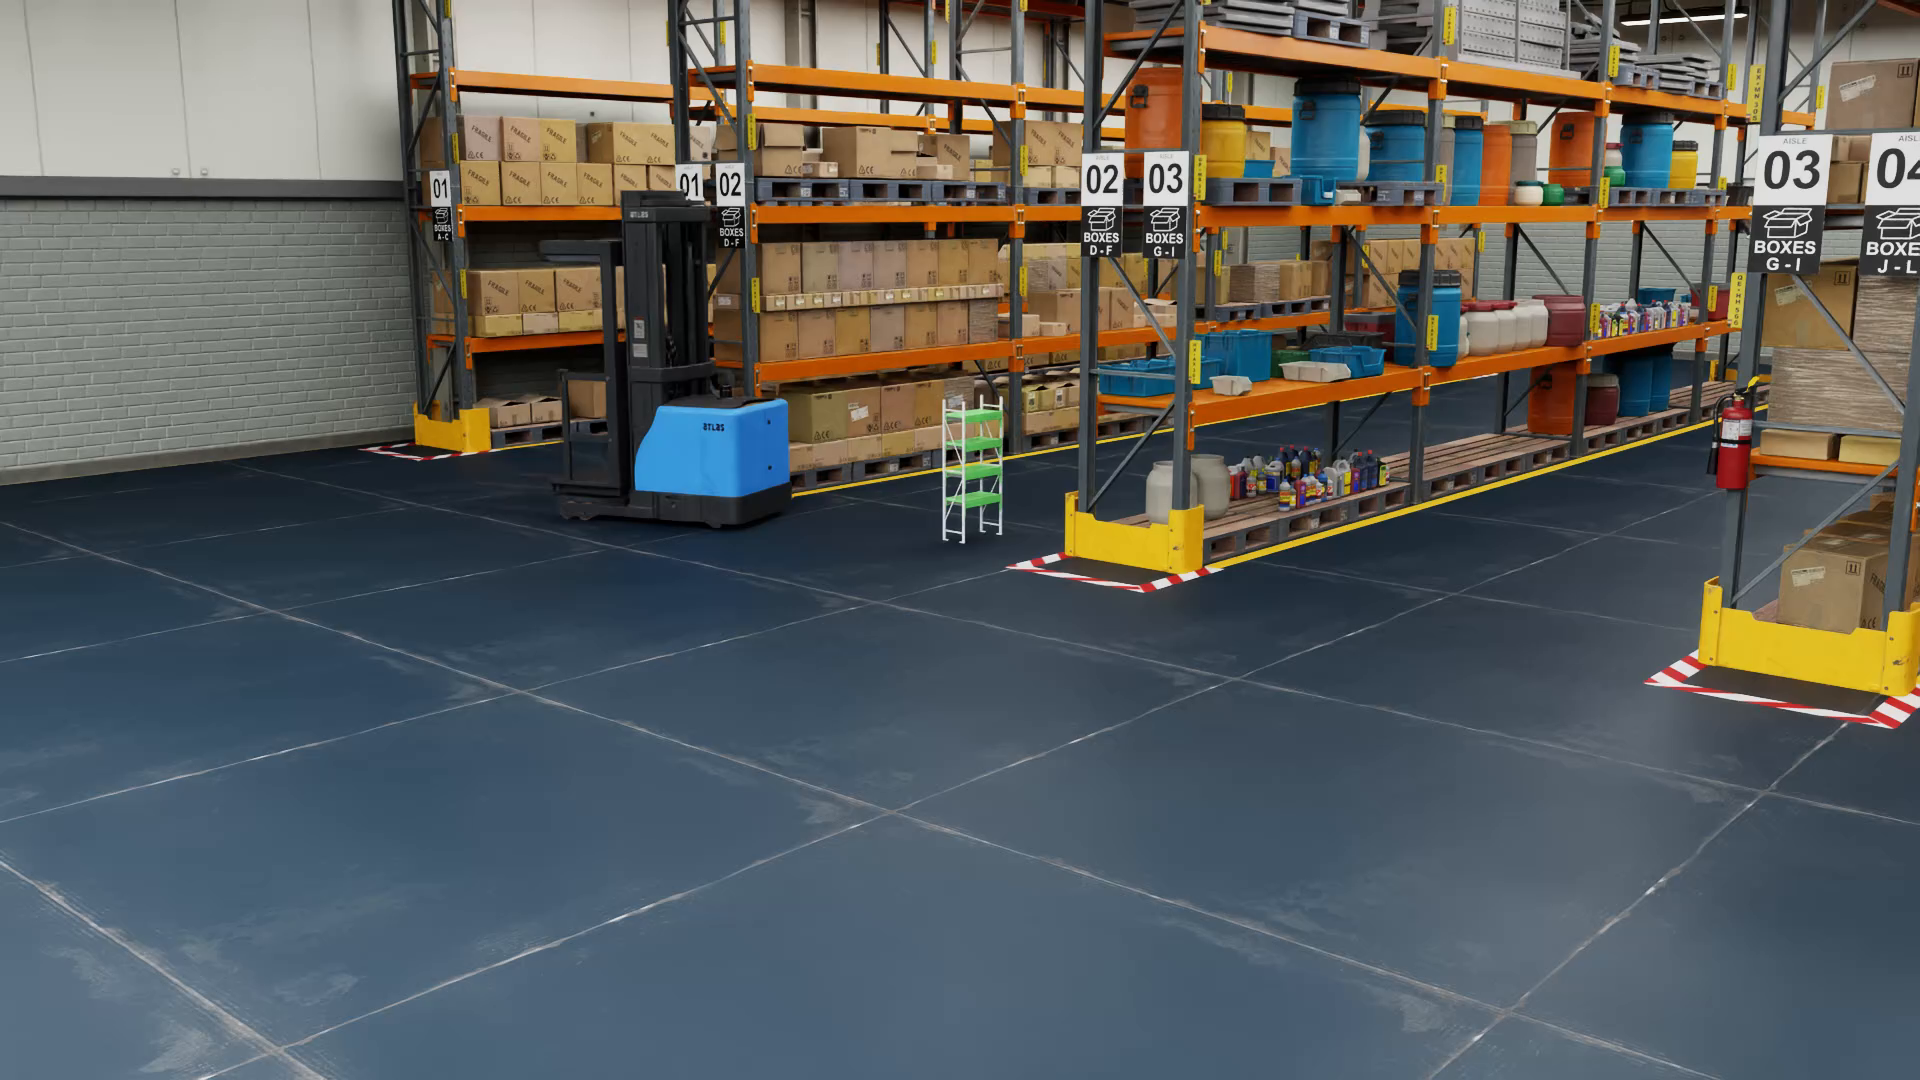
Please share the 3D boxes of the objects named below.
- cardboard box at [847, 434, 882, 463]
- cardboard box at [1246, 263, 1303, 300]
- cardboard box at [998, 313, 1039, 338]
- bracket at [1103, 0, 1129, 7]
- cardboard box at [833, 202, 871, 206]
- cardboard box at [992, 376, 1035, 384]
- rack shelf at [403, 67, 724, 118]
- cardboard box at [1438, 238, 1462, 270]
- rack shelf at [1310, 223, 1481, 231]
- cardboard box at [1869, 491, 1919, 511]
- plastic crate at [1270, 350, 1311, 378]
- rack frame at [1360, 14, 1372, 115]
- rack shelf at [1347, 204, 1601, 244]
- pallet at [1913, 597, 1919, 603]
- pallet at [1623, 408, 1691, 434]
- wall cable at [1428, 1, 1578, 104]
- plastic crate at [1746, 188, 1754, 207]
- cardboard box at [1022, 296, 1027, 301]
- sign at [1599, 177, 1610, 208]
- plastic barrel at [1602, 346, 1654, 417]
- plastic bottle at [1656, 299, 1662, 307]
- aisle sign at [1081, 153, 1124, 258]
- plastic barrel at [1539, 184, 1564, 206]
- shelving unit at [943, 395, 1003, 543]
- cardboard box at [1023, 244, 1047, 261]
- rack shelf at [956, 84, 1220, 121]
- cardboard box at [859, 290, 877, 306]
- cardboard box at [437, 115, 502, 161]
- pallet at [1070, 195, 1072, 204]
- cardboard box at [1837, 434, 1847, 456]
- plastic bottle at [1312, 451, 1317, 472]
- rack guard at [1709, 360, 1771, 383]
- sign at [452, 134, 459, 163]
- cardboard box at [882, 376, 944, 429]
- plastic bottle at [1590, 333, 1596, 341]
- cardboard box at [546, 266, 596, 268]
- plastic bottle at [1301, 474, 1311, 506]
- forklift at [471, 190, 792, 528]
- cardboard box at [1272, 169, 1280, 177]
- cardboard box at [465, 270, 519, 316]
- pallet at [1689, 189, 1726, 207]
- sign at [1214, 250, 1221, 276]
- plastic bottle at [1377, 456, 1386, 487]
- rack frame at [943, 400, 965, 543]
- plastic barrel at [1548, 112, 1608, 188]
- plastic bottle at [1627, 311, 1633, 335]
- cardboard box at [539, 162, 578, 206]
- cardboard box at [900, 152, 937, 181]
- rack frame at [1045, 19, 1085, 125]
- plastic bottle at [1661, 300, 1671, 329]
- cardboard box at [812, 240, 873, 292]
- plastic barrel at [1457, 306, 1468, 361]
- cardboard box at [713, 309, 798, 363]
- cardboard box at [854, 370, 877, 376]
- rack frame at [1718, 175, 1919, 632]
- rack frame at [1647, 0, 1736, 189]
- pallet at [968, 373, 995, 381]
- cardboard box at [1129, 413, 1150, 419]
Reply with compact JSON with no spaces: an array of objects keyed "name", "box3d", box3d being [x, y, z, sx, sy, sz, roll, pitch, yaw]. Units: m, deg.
[{"name":"cardboard box","box3d":[-1.170,-0.982,17.416,0.500,0.250,0.500,10,15,40]},{"name":"cardboard box","box3d":[4.452,-3.679,23.645,0.700,0.500,0.500,6,13,26]},{"name":"cardboard box","box3d":[0.584,-2.519,19.550,0.500,0.250,0.500,11,16,44]},{"name":"bracket","box3d":[3.902,-9.648,30.350,0.076,0.066,4.783,10,15,40]},{"name":"cardboard box","box3d":[-1.717,-5.096,24.094,0.637,0.503,0.797,-10,15,-40]},{"name":"cardboard box","box3d":[0.682,-1.821,20.189,0.500,0.311,0.500,10,15,42]},{"name":"rack shelf","box3d":[-4.752,-5.448,20.358,1.077,0.370,4.000,10,15,40]},{"name":"cardboard box","box3d":[7.793,-4.644,26.997,0.500,0.500,0.500,10,15,42]},{"name":"rack shelf","box3d":[6.892,-5.104,26.287,1.077,0.370,4.000,10,15,40]},{"name":"cardboard box","box3d":[7.064,-0.075,12.237,0.500,0.500,0.500,-7,13,-30]},{"name":"plastic crate","box3d":[2.902,-1.607,15.139,0.450,0.188,0.662,10,15,40]},{"name":"rack frame","box3d":[5.572,-6.634,24.450,1.000,3.000,0.127,10,15,40]},{"name":"rack shelf","box3d":[5.330,-3.286,17.185,1.077,0.370,4.000,10,15,40]},{"name":"pallet","box3d":[6.508,0.418,11.582,1.003,0.211,1.213,10,15,40]},{"name":"pallet","box3d":[8.750,-1.575,21.560,1.003,0.211,1.213,10,15,40]},{"name":"wall cable","box3d":[10.523,-9.252,32.593,3.097,2.526,0.112,10,15,40]},{"name":"plastic crate","box3d":[11.467,-5.026,24.390,0.497,0.269,0.590,10,15,40]},{"name":"cardboard box","box3d":[0.967,-3.951,26.924,0.380,0.149,0.250,9,15,39]},{"name":"sign","box3d":[7.068,-3.812,18.247,0.100,0.325,0.005,10,15,40]},{"name":"plastic barrel","box3d":[8.451,-2.046,21.081,0.600,0.901,0.708,10,15,40]},{"name":"plastic bottle","box3d":[8.821,-2.868,21.037,0.144,0.351,0.185,10,15,40]},{"name":"aisle sign","box3d":[1.099,-2.588,12.873,0.394,0.787,0.004,10,15,40]},{"name":"plastic barrel","box3d":[6.526,-3.814,18.388,0.294,0.245,0.294,0,11,0]},{"name":"shelving unit","box3d":[0.109,-0.613,14.216,0.258,1.200,0.503,10,15,40]},{"name":"cardboard box","box3d":[1.051,-4.653,26.871,0.500,0.250,0.500,10,15,41]},{"name":"rack shelf","box3d":[1.612,-5.202,20.140,1.077,0.370,4.000,10,15,40]},{"name":"cardboard box","box3d":[-1.080,-2.513,17.224,0.380,0.149,0.250,10,15,40]},{"name":"cardboard box","box3d":[-5.636,-4.612,19.125,0.500,0.500,0.500,8,14,36]},{"name":"pallet","box3d":[1.815,-4.205,20.432,1.003,0.211,1.213,11,16,43]},{"name":"cardboard box","box3d":[5.288,-0.627,10.334,0.380,0.149,0.250,10,15,40]},{"name":"plastic bottle","box3d":[3.358,-0.703,15.883,0.061,0.283,0.133,10,15,40]},{"name":"rack guard","box3d":[11.937,-2.419,25.045,1.175,0.500,0.348,10,15,40]},{"name":"sign","box3d":[-5.665,-4.396,18.671,0.100,0.325,0.005,10,15,40]},{"name":"cardboard box","box3d":[-0.517,-1.498,18.084,0.500,0.500,0.500,10,15,40]},{"name":"plastic bottle","box3d":[7.179,-2.423,19.003,0.152,0.276,0.135,10,15,40]},{"name":"cardboard box","box3d":[-4.911,-3.191,20.945,0.500,0.500,0.500,10,15,41]},{"name":"plastic bottle","box3d":[3.026,-0.440,14.599,0.097,0.271,0.097,0,11,0]},{"name":"forklift","box3d":[-3.122,-1.704,15.259,3.031,2.935,1.130,5,12,22]},{"name":"cardboard box","box3d":[3.874,-4.843,22.889,0.910,0.500,0.500,10,15,40]},{"name":"cardboard box","box3d":[-5.532,-2.902,19.498,0.500,0.500,0.500,10,15,40]},{"name":"pallet","box3d":[8.846,-4.301,20.912,1.213,0.211,1.003,10,15,40]},{"name":"sign","box3d":[3.351,-3.600,21.621,0.100,0.325,0.005,10,15,40]},{"name":"plastic bottle","box3d":[3.940,-0.644,15.590,0.061,0.283,0.133,11,16,43]},{"name":"rack frame","box3d":[-0.052,-0.577,14.036,0.240,1.200,0.015,10,15,40]},{"name":"plastic barrel","box3d":[7.027,-4.433,18.921,0.600,0.830,0.708,10,15,40]},{"name":"plastic bottle","box3d":[7.976,-2.591,19.824,0.061,0.283,0.133,10,15,40]},{"name":"cardboard box","box3d":[-4.943,-4.264,19.938,0.500,0.500,0.500,11,16,43]},{"name":"cardboard box","box3d":[-0.596,-4.097,18.206,0.500,0.311,0.500,9,14,37]},{"name":"rack frame","box3d":[1.849,-7.274,27.654,1.000,3.000,0.127,10,15,40]},{"name":"plastic bottle","box3d":[8.808,-2.822,20.808,0.144,0.351,0.185,10,15,40]},{"name":"cardboard box","box3d":[-1.321,-2.839,17.198,0.700,0.500,0.500,10,15,41]},{"name":"plastic barrel","box3d":[4.806,-2.053,16.485,0.433,0.535,0.433,0,11,0]},{"name":"cardboard box","box3d":[-2.031,-2.042,16.524,0.700,0.500,0.500,10,15,40]},{"name":"cardboard box","box3d":[-1.655,-2.560,24.628,0.700,0.500,0.500,10,15,40]},{"name":"rack frame","box3d":[5.090,-0.645,9.782,1.000,3.000,0.127,10,15,40]},{"name":"rack frame","box3d":[9.291,-5.993,21.240,1.000,3.000,0.127,10,15,40]},{"name":"pallet","box3d":[-0.215,-2.482,26.100,1.003,0.211,1.213,10,15,40]},{"name":"cardboard box","box3d":[2.096,-1.702,21.023,0.500,0.250,0.500,10,15,42]}]
